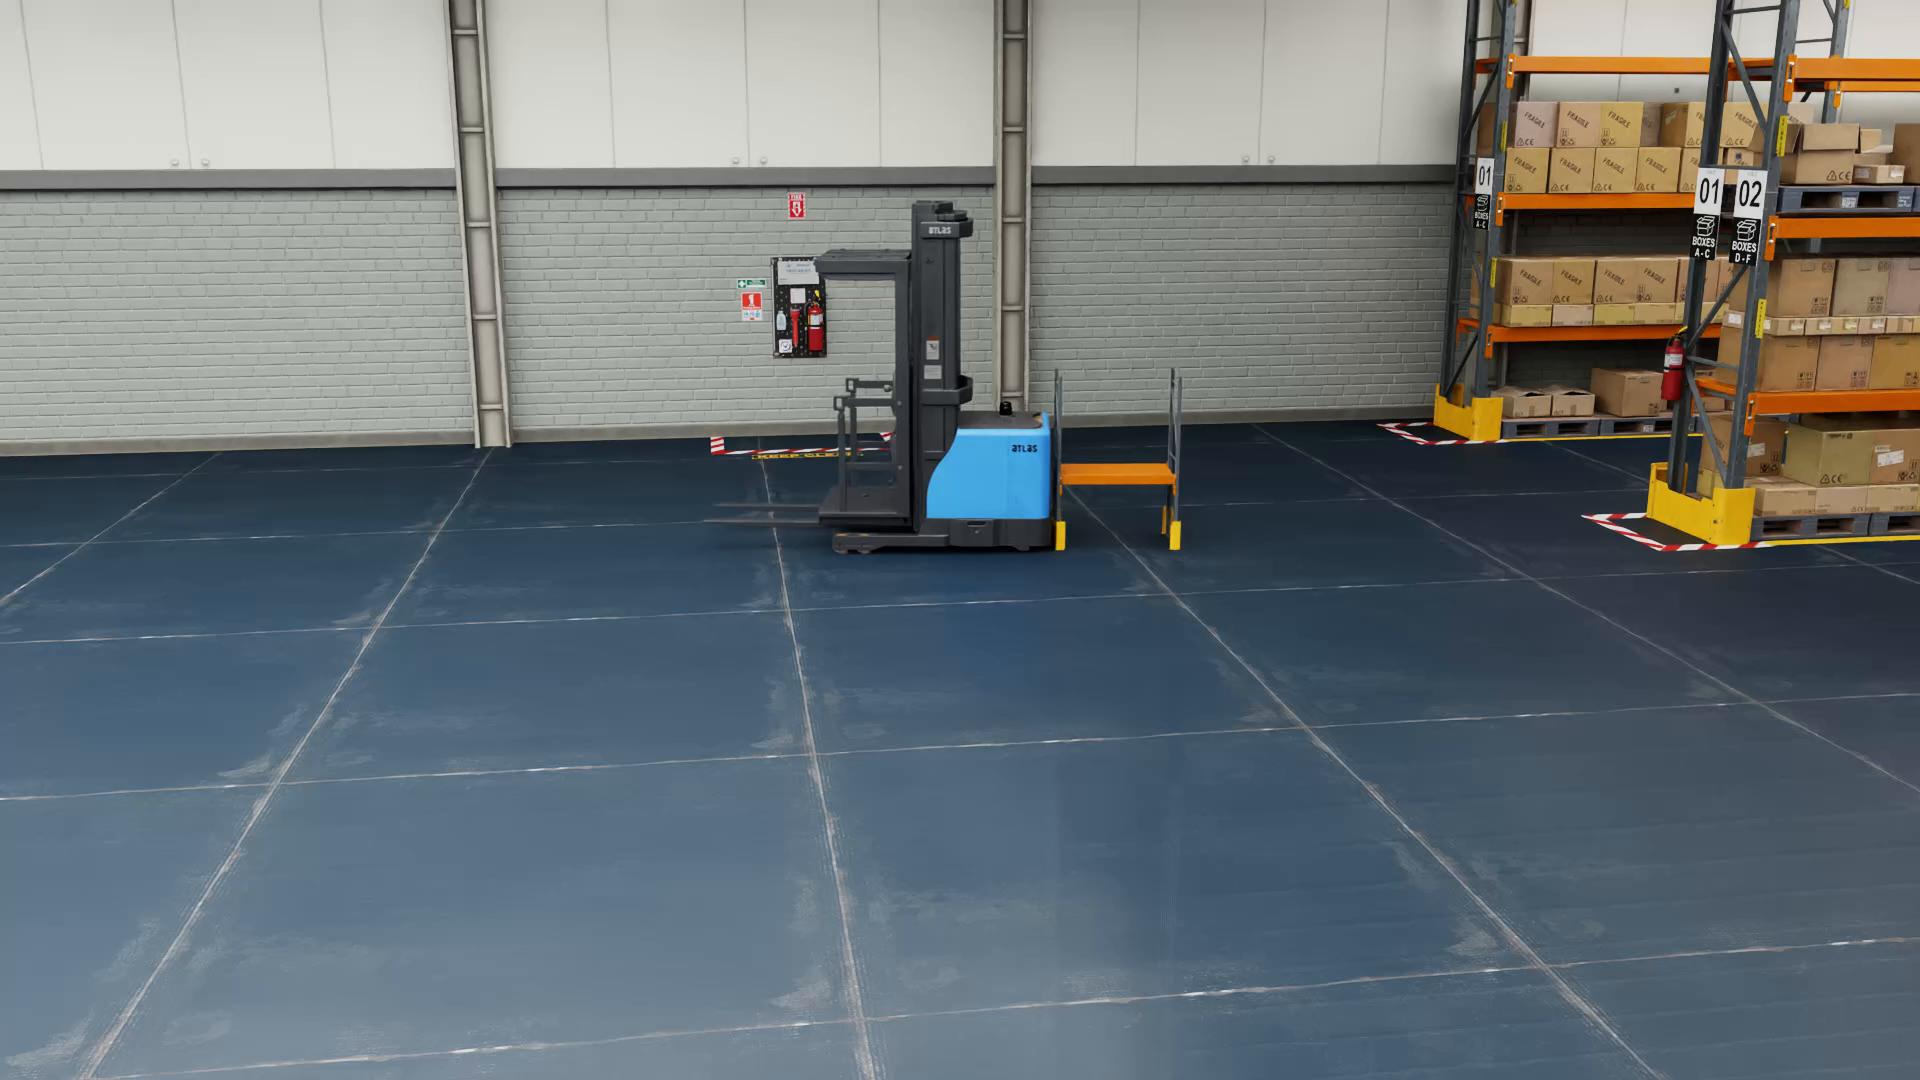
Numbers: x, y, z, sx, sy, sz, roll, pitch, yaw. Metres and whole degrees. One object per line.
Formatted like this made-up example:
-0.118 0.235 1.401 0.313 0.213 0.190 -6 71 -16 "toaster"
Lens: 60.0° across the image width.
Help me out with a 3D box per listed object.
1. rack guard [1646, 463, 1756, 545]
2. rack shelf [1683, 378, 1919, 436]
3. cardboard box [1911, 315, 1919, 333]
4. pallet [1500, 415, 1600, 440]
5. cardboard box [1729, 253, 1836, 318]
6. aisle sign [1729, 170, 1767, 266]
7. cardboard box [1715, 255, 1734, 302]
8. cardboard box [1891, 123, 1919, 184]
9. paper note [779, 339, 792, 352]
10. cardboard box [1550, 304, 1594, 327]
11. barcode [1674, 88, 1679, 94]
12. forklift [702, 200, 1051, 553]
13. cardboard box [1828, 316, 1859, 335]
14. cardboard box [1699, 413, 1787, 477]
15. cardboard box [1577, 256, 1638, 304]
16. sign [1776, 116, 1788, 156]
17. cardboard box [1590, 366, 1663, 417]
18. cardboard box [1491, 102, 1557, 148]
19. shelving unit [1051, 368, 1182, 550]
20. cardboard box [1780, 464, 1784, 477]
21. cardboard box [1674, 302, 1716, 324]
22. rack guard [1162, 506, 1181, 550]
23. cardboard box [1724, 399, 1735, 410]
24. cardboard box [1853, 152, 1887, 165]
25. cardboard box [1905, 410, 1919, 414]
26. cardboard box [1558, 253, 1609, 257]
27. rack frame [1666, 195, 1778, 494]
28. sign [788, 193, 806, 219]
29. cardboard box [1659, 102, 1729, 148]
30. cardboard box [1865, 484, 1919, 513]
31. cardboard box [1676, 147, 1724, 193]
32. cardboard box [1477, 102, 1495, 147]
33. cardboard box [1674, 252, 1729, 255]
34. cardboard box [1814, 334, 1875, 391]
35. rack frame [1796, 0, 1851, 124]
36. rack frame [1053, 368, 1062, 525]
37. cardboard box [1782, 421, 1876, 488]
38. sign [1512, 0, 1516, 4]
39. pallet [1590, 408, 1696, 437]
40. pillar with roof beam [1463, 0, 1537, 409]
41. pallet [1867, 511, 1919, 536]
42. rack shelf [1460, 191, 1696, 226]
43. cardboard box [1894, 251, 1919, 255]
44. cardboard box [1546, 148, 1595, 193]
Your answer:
6.688 -0.340 15.048 0.348 0.500 1.175 -2 14 -8 "rack guard"
8.689 -1.276 15.124 4.000 0.370 1.077 -2 14 -8 "rack shelf"
8.405 -1.926 14.695 0.250 0.149 0.380 -2 14 -9 "cardboard box"
6.854 -1.416 19.932 1.213 0.211 1.003 -2 14 -8 "pallet"
7.227 -2.246 14.641 0.500 0.500 0.700 -2 14 -8 "cardboard box"
6.692 -2.738 14.128 0.004 0.787 0.394 -2 14 -8 "aisle sign"
9.011 -3.079 19.559 0.500 0.500 0.500 -2 14 -9 "cardboard box"
8.395 -3.322 14.280 0.500 0.500 0.500 -2 14 -8 "cardboard box"
-2.034 -2.263 19.390 0.142 0.148 0.016 -2 14 -8 "paper note"
7.011 -2.645 19.369 0.500 0.250 0.500 -3 14 -10 "cardboard box"
8.487 -5.319 19.692 0.075 0.075 0.001 -2 14 -8 "barcode"
-0.718 -1.437 14.426 3.031 2.935 1.130 1 14 2 "forklift"
7.639 -1.897 14.582 0.250 0.149 0.380 -2 14 -8 "cardboard box"
7.198 -0.878 15.303 0.500 0.500 0.500 -2 14 -8 "cardboard box"
7.489 -3.023 19.334 0.500 0.500 0.500 -3 14 -10 "cardboard box"
6.788 -3.337 13.734 0.005 0.325 0.100 -2 14 -8 "sign"
7.964 -1.784 19.903 0.500 0.500 0.700 -3 14 -12 "cardboard box"
6.387 -4.698 18.820 0.500 0.500 0.500 -3 14 -12 "cardboard box"
1.363 -0.713 14.483 1.083 1.500 0.587 0 14 -1 "shelving unit"
7.690 -0.534 15.476 0.500 0.250 0.500 -2 14 -8 "cardboard box"
8.513 -2.698 19.582 0.500 0.250 0.500 -2 14 -9 "cardboard box"
1.861 -0.109 14.641 0.087 0.250 0.587 0 14 -1 "rack guard"
9.401 -1.702 20.262 0.250 0.166 0.380 -4 15 -16 "cardboard box"
7.811 -3.312 14.752 0.500 0.250 0.500 -2 14 -8 "cardboard box"
9.173 -0.954 15.607 0.500 0.500 0.500 -2 14 -8 "cardboard box"
7.414 -3.149 19.837 0.500 0.500 0.500 -2 14 -10 "cardboard box"
6.712 -1.553 14.748 0.127 3.000 1.000 -2 14 -8 "rack frame"
-1.872 -3.828 19.054 0.199 0.298 0.001 -2 14 -8 "sign"
8.415 -4.760 19.068 0.500 0.500 0.500 -3 14 -10 "cardboard box"
8.263 -0.426 15.043 0.500 0.250 0.500 -2 14 -8 "cardboard box"
8.418 -4.280 19.210 0.500 0.500 0.500 -3 14 -11 "cardboard box"
6.357 -4.821 19.310 0.500 0.500 0.500 -1 14 -6 "cardboard box"
8.917 -3.205 20.062 0.500 0.500 0.500 -2 14 -9 "cardboard box"
7.694 -1.635 14.871 0.500 0.500 0.700 -2 14 -7 "cardboard box"
9.925 -5.799 19.347 0.127 3.000 1.000 -2 14 -8 "rack frame"
0.846 -0.712 14.476 0.032 1.500 0.500 0 14 -1 "rack frame"
7.769 -0.771 14.878 0.500 0.500 0.500 -2 14 -8 "cardboard box"
6.051 -6.015 18.125 0.005 0.325 0.100 -2 14 -8 "sign"
8.057 -1.459 20.105 1.213 0.211 1.003 -2 14 -8 "pallet"
7.175 -4.852 15.570 0.400 9.000 9.100 -2 14 -8 "pillar with roof beam"
8.665 -0.282 15.411 1.213 0.211 1.003 -2 14 -8 "pallet"
7.948 -3.923 19.510 4.000 0.370 1.077 -2 14 -8 "rack shelf"
8.740 -2.303 14.868 0.500 0.500 0.700 -2 14 -8 "cardboard box"
6.874 -4.220 18.971 0.500 0.500 0.500 -1 14 -5 "cardboard box"
